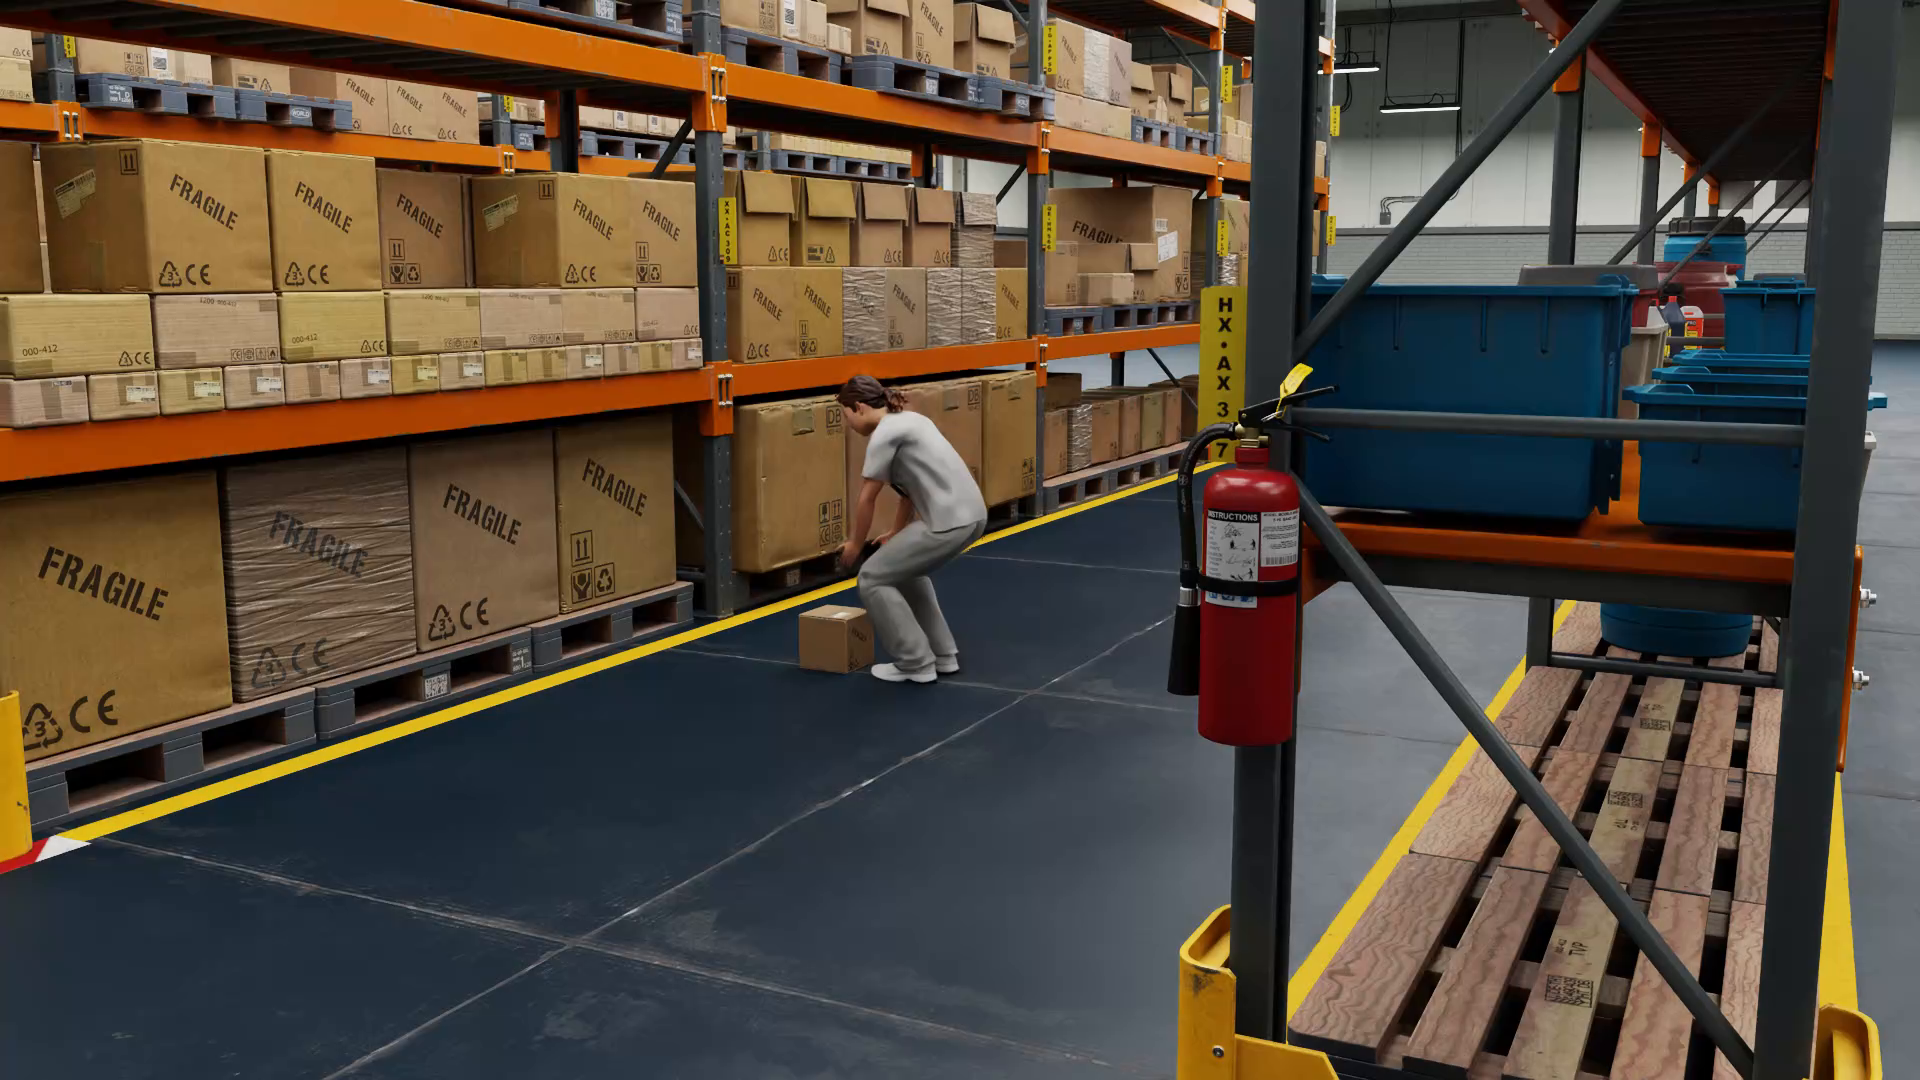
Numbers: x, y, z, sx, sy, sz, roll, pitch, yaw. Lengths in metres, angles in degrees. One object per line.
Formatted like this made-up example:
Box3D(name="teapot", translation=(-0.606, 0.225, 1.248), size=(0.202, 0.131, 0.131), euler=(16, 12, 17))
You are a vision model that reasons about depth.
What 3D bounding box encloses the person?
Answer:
Box3D(name="person", translation=(-0.228, -0.051, 7.288), size=(0.667, 1.333, 0.491), euler=(5, 10, 26))
